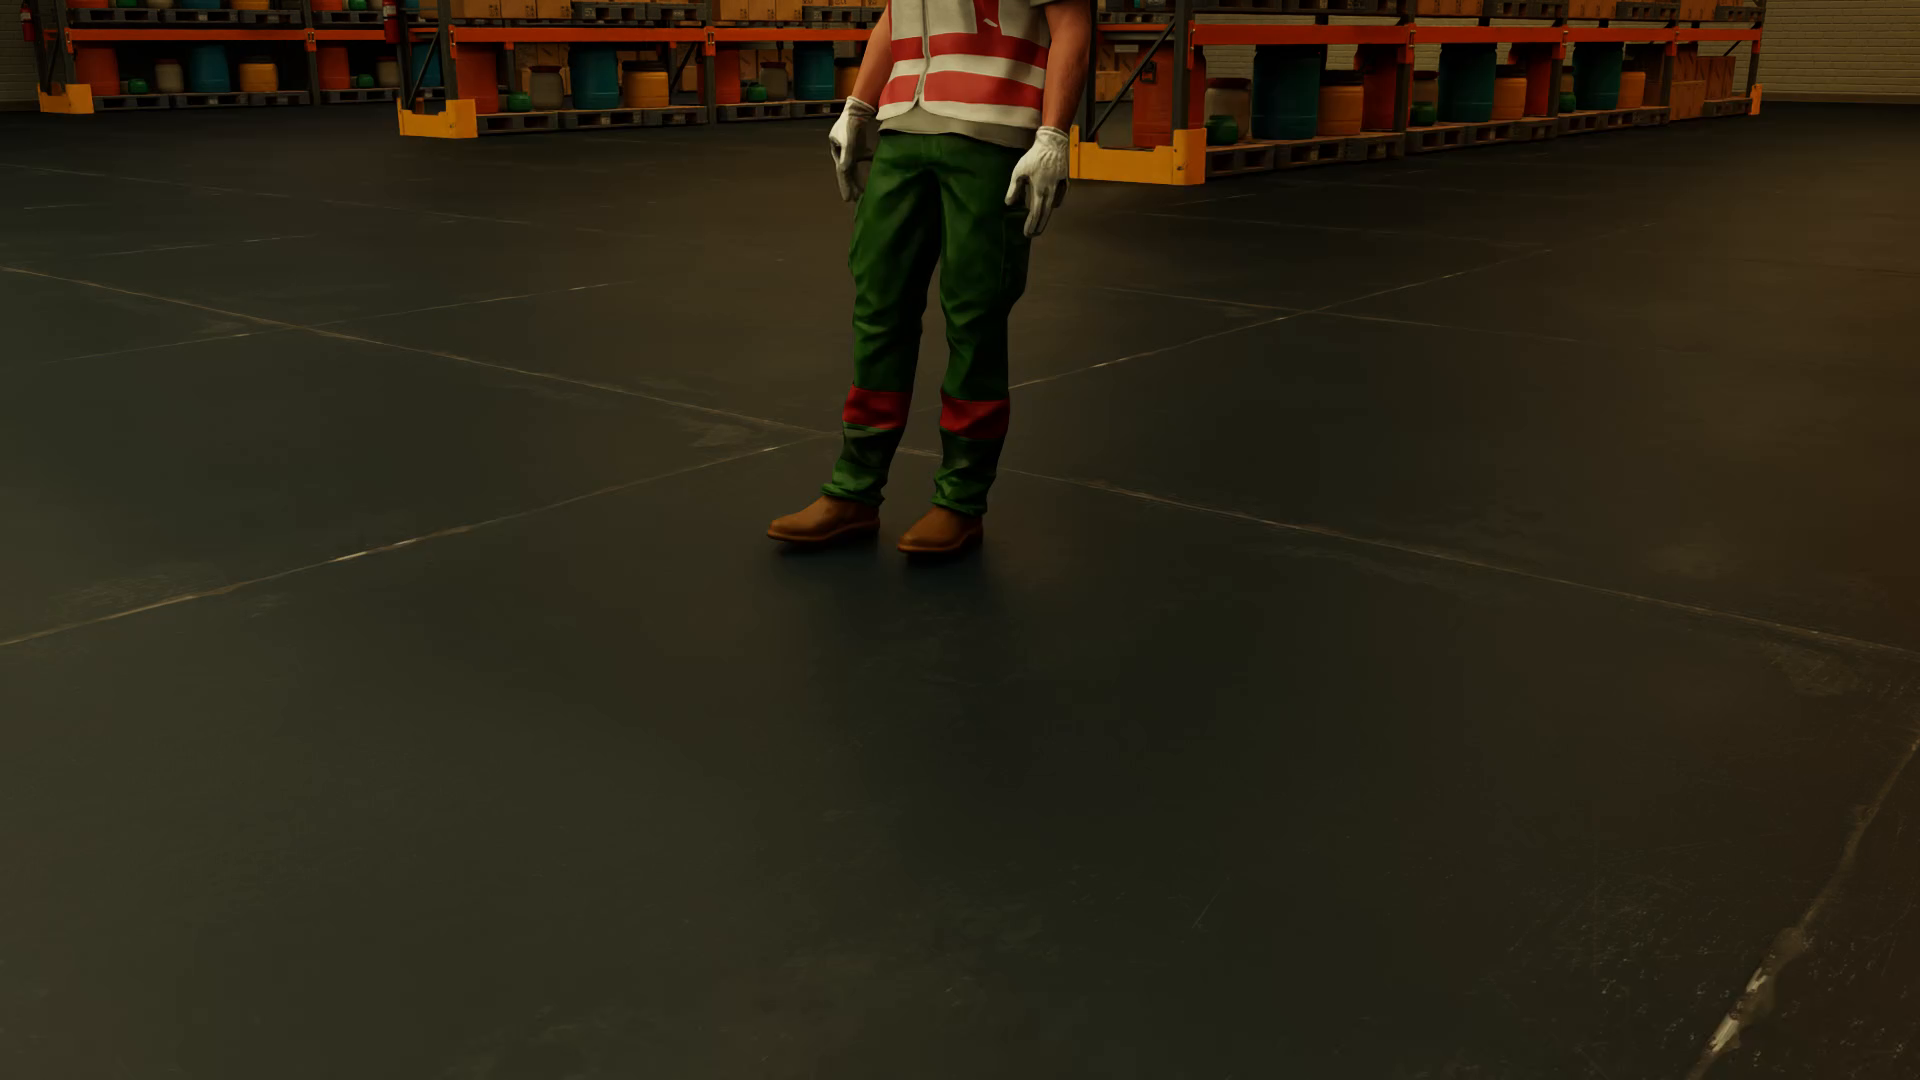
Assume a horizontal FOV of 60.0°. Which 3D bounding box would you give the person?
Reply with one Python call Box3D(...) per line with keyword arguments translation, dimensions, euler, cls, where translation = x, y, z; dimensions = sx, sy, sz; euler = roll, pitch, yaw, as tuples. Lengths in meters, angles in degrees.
Box3D(translation=(-0.016, -0.864, 3.679), dimensions=(0.637, 1.690, 0.421), euler=(13, 21, 37), cls="person")
